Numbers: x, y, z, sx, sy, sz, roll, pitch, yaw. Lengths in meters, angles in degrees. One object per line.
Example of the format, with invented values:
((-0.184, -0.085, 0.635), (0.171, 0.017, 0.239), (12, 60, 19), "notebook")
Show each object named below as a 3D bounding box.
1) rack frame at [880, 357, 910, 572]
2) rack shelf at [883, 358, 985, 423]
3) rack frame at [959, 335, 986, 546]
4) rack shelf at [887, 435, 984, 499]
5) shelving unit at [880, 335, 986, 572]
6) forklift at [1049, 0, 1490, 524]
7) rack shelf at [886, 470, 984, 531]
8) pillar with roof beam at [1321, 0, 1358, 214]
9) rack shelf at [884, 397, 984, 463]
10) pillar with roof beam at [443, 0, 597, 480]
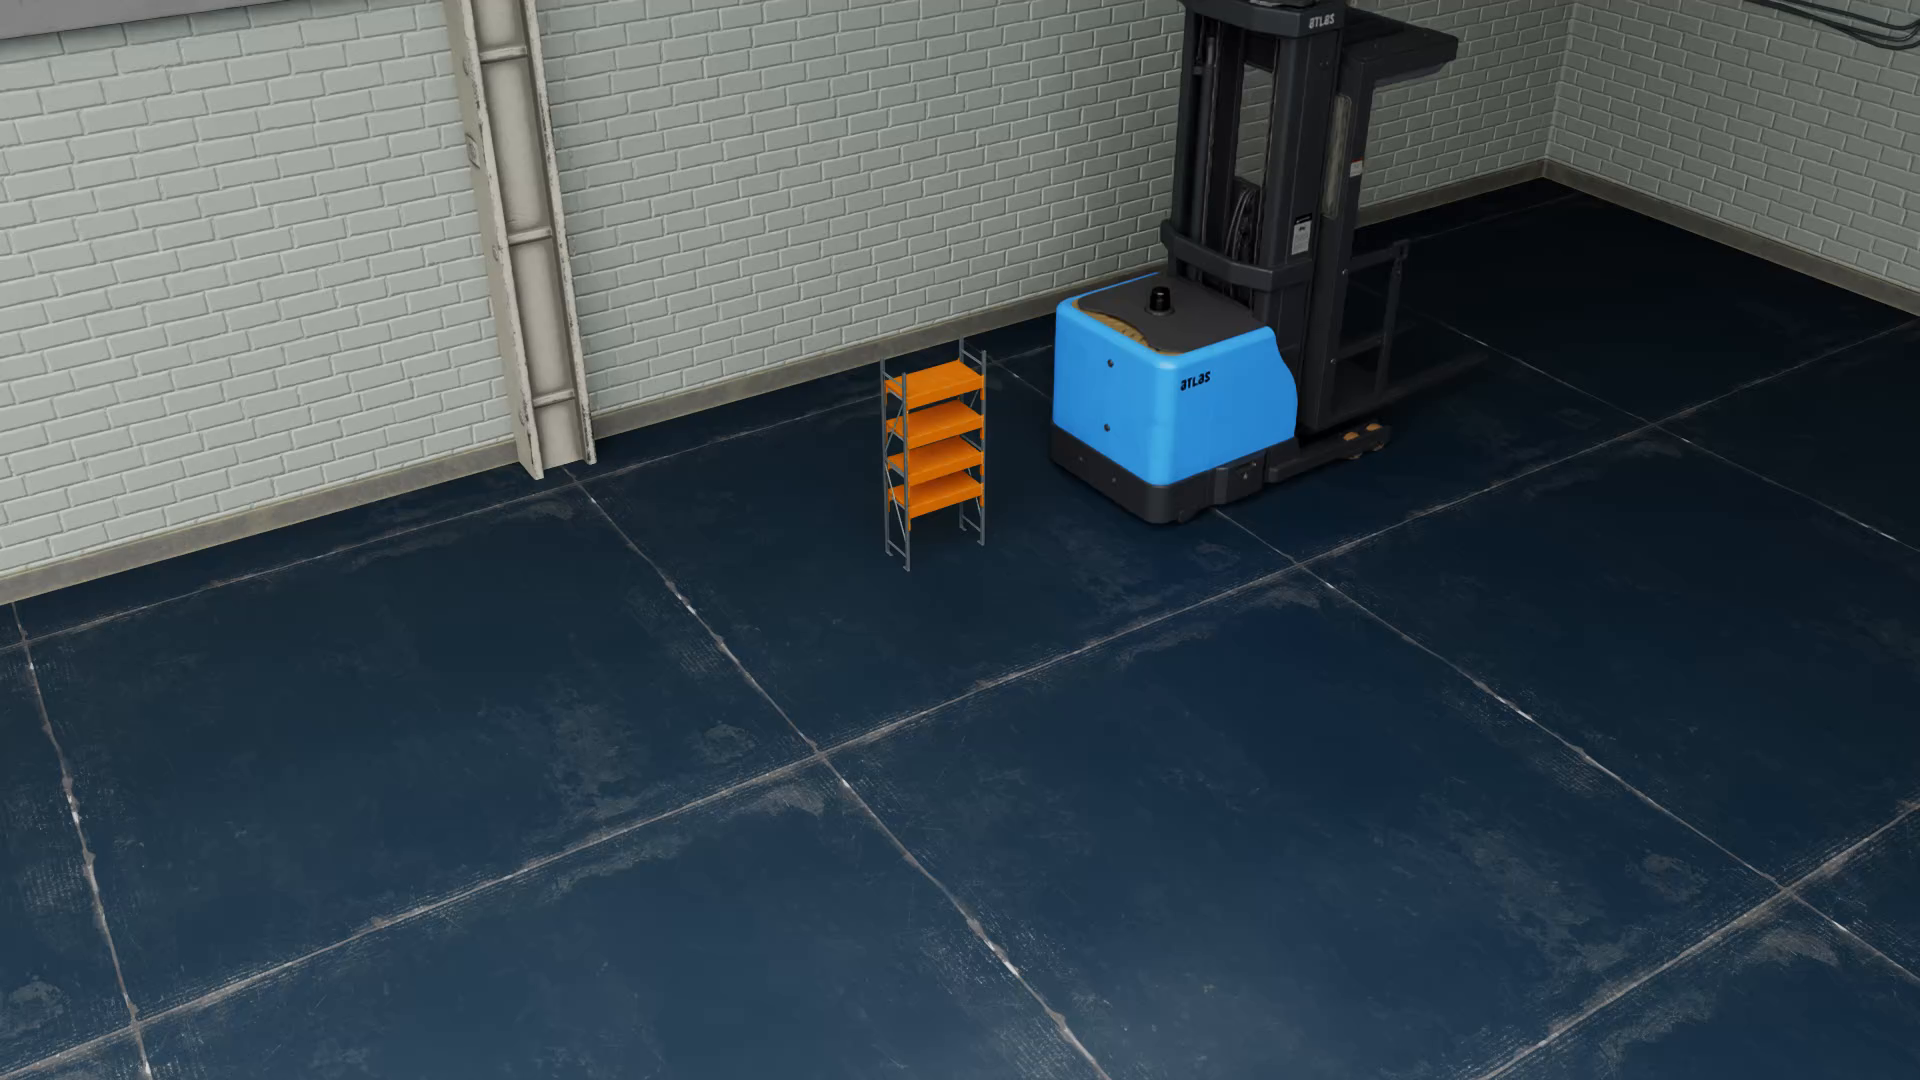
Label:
((-0.344, -0.389, 8.864), (0.015, 1.200, 0.240), (-19, 37, -27), "rack frame")
((-0.139, -0.792, 8.766), (0.480, 0.148, 0.258), (-19, 37, -27), "rack shelf")
((0.066, -0.530, 9.087), (0.015, 1.200, 0.240), (-19, 37, -27), "rack frame")
((-0.139, -0.403, 9.011), (0.480, 0.148, 0.258), (-19, 37, -27), "rack shelf")
((-0.139, -0.460, 8.976), (0.503, 1.200, 0.258), (-19, 37, -27), "shelving unit")
((2.035, -1.941, 9.701), (3.031, 2.935, 1.130), (-21, 38, -29), "forklift")
((-0.139, -0.235, 9.117), (0.480, 0.148, 0.258), (-19, 37, -27), "rack shelf")
((4.921, -4.095, 7.428), (0.400, 9.000, 9.100), (-19, 37, -27), "pillar with roof beam")
((-0.139, -0.592, 8.892), (0.480, 0.148, 0.258), (-19, 37, -27), "rack shelf")
((-0.122, -2.360, 4.679), (0.400, 9.000, 9.100), (-19, 37, -27), "pillar with roof beam")
